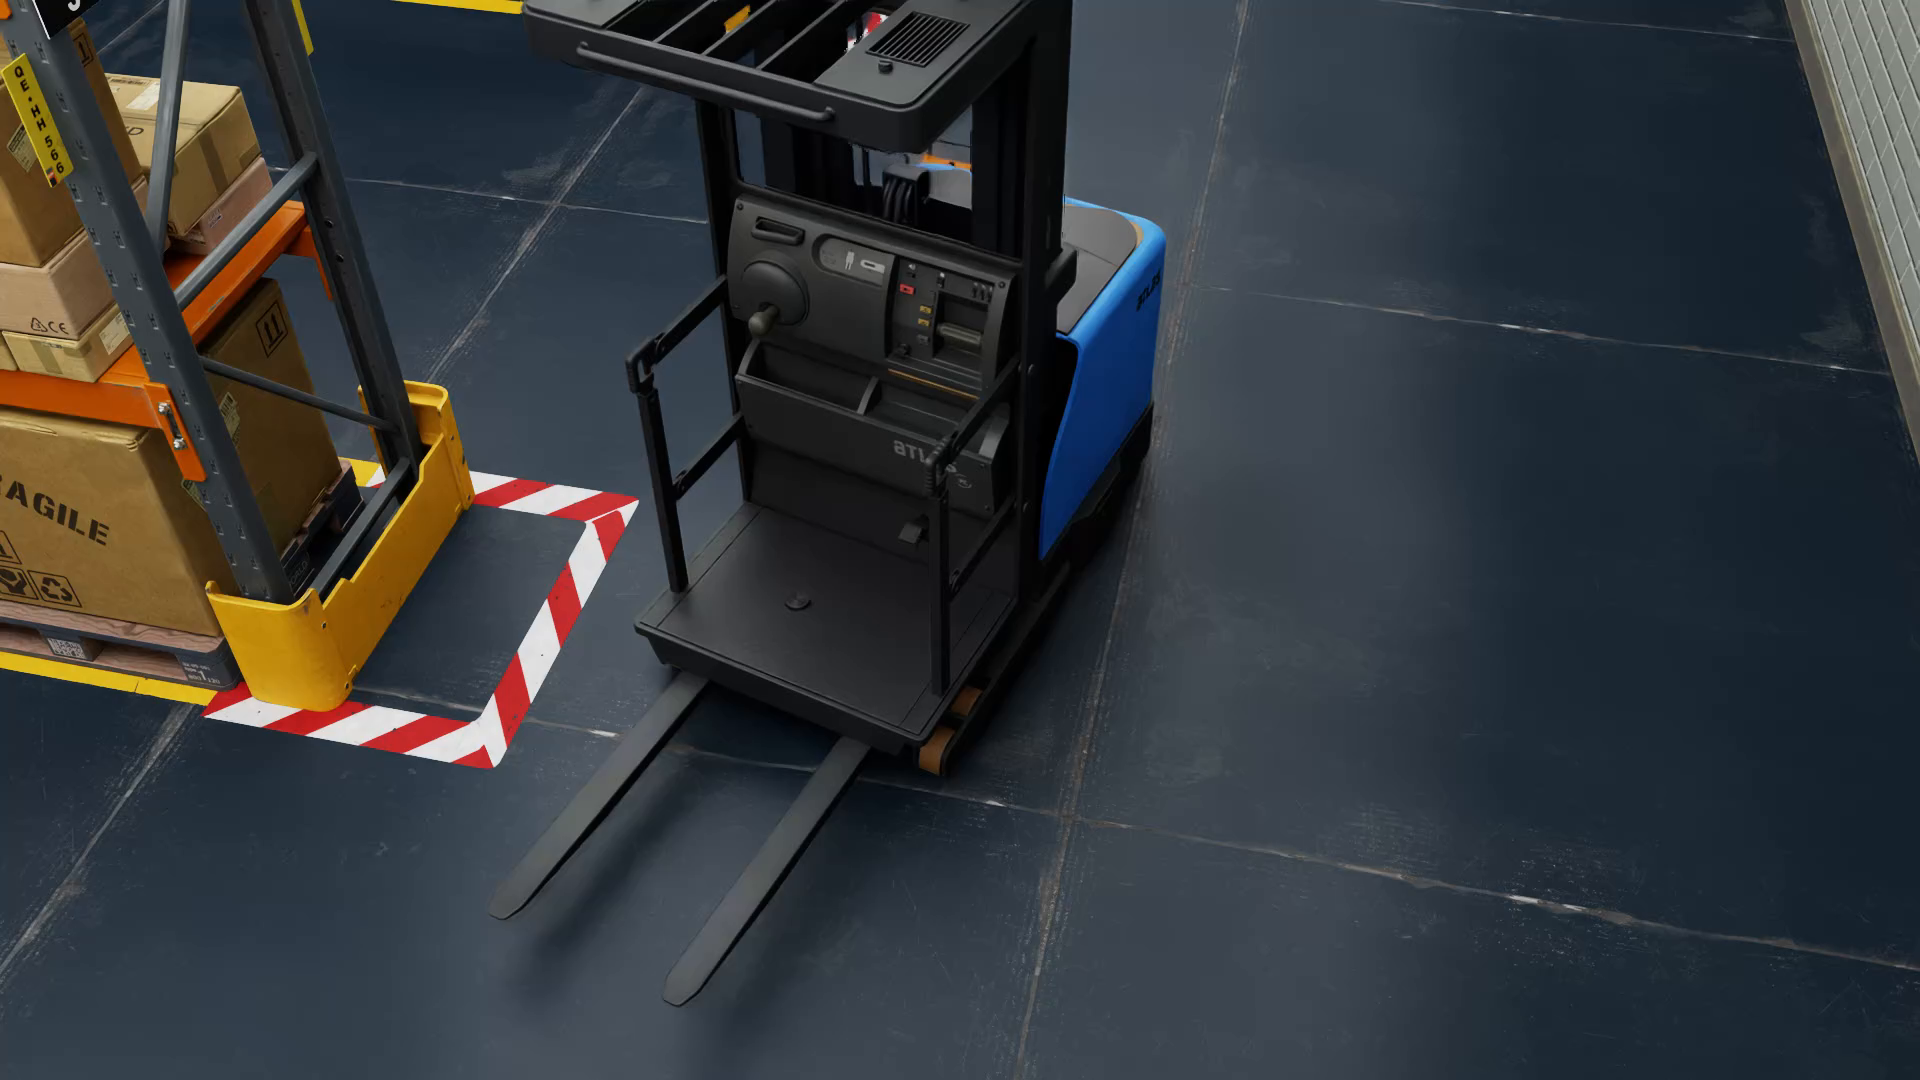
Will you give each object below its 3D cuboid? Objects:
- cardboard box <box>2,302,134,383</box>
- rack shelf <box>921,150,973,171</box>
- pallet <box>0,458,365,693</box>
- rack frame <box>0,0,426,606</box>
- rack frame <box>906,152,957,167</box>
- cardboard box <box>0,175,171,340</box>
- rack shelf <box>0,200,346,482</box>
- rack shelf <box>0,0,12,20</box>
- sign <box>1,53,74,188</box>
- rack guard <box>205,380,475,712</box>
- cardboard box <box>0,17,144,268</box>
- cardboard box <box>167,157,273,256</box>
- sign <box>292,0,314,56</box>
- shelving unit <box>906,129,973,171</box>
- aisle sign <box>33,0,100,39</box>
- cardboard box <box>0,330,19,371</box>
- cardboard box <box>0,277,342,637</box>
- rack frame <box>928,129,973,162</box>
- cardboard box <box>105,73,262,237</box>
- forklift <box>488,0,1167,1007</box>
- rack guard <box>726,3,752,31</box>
[{"bbox_3d":[-2.598,-0.654,4.947,0.250,0.149,0.380,10,45,10],"label":"cardboard box"},{"bbox_3d":[-0.069,-1.331,6.482,0.215,0.259,0.240,13,45,13],"label":"rack shelf"},{"bbox_3d":[-2.976,0.023,6.074,1.213,0.211,1.003,9,45,9],"label":"pallet"},{"bbox_3d":[-2.178,-0.913,5.036,0.127,3.000,1.000,9,45,9],"label":"rack frame"},{"bbox_3d":[-0.108,-1.054,6.588,0.200,1.050,0.008,13,45,13],"label":"rack frame"},{"bbox_3d":[-2.709,-0.860,4.874,0.500,0.250,0.500,8,45,8],"label":"cardboard box"},{"bbox_3d":[-4.130,-0.957,5.600,4.000,0.370,1.077,9,45,9],"label":"rack shelf"},{"bbox_3d":[-4.130,-2.038,4.560,4.000,0.370,1.077,9,45,9],"label":"rack shelf"},{"bbox_3d":[-2.310,-1.051,4.173,0.005,0.325,0.100,9,45,9],"label":"sign"},{"bbox_3d":[-2.155,-0.009,5.899,0.348,0.500,1.175,9,45,9],"label":"rack guard"},{"bbox_3d":[-2.711,-1.132,4.616,0.500,0.500,0.500,9,45,10],"label":"cardboard box"},{"bbox_3d":[-2.453,-1.100,5.411,0.250,0.149,0.380,9,45,10],"label":"cardboard box"},{"bbox_3d":[-2.051,-1.628,5.097,0.005,0.325,0.100,9,45,9],"label":"sign"},{"bbox_3d":[-0.069,-1.135,6.672,0.215,1.050,0.252,13,45,13],"label":"shelving unit"},{"bbox_3d":[-2.174,-1.636,3.912,0.004,0.787,0.394,9,45,9],"label":"aisle sign"},{"bbox_3d":[-2.852,-0.692,4.987,0.250,0.149,0.380,9,45,9],"label":"cardboard box"},{"bbox_3d":[-2.820,-0.342,5.671,0.875,0.875,0.875,9,45,9],"label":"cardboard box"},{"bbox_3d":[-0.031,-1.215,6.755,0.200,1.050,0.008,13,45,13],"label":"rack frame"},{"bbox_3d":[-2.588,-1.222,5.250,0.500,0.250,0.500,8,44,8],"label":"cardboard box"},{"bbox_3d":[-0.379,-0.645,4.806,1.130,2.935,3.031,20,47,19],"label":"forklift"},{"bbox_3d":[-1.070,-3.370,9.390,0.348,0.500,1.175,9,45,9],"label":"rack guard"}]
